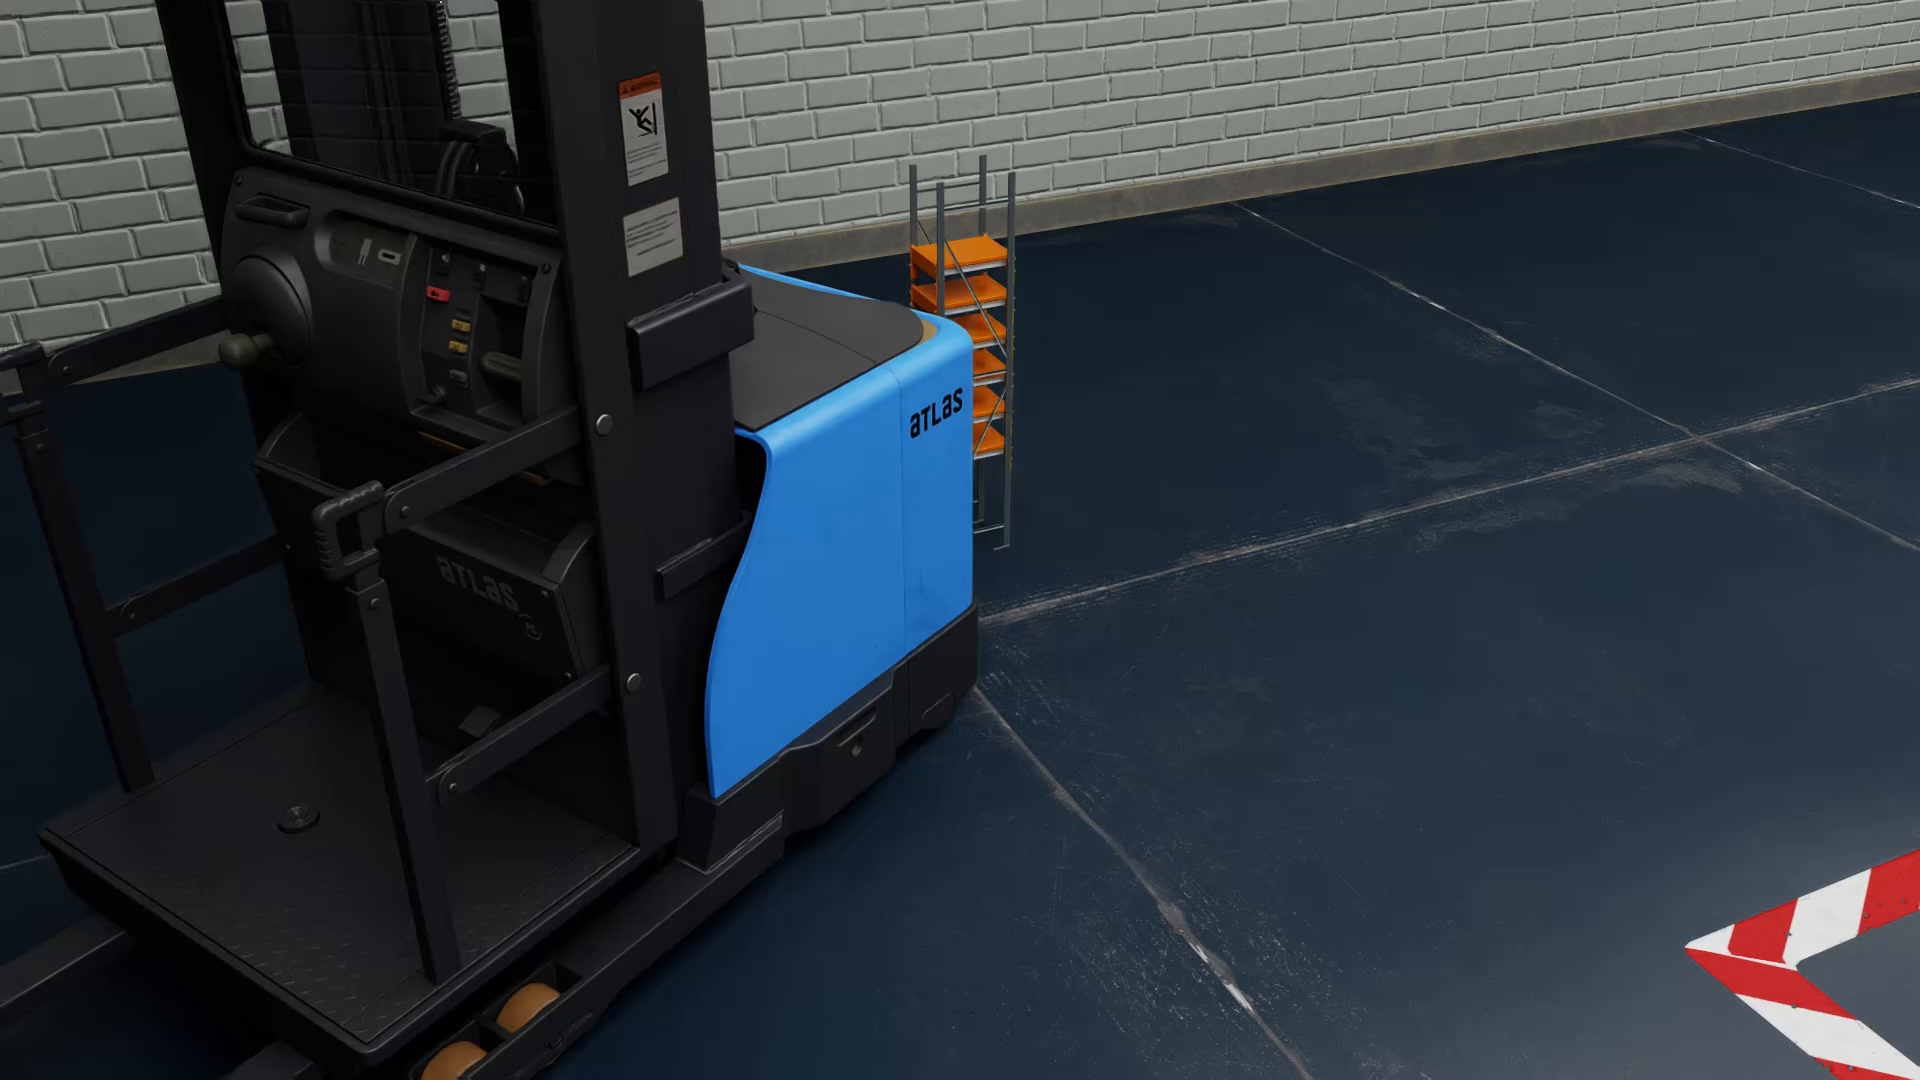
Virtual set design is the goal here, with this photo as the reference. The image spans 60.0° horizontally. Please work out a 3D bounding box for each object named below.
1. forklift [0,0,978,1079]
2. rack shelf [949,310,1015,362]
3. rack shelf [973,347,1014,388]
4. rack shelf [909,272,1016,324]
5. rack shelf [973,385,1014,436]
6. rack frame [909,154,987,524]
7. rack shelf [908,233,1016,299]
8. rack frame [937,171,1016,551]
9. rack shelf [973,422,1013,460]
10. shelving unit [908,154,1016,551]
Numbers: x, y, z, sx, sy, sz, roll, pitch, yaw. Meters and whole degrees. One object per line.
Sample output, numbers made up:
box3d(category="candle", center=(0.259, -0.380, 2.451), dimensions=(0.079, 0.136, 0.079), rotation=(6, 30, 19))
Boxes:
box3d(category="forklift", center=(-1.210, -0.406, 2.977), dimensions=(1.130, 2.935, 3.031), rotation=(19, 34, 30))
box3d(category="rack shelf", center=(0.006, -0.583, 4.908), dimensions=(0.258, 0.103, 0.180), rotation=(-13, 32, -22))
box3d(category="rack shelf", center=(0.006, -0.478, 4.967), dimensions=(0.258, 0.103, 0.180), rotation=(-13, 32, -22))
box3d(category="rack shelf", center=(0.006, -0.688, 4.849), dimensions=(0.258, 0.103, 0.180), rotation=(-13, 32, -22))
box3d(category="rack shelf", center=(0.006, -0.374, 5.026), dimensions=(0.258, 0.103, 0.180), rotation=(-13, 32, -22))
box3d(category="rack frame", center=(-0.033, -0.557, 5.017), dimensions=(0.240, 1.200, 0.006), rotation=(-13, 32, -22))
box3d(category="rack shelf", center=(0.006, -0.792, 4.791), dimensions=(0.258, 0.103, 0.180), rotation=(-13, 32, -22))
box3d(category="rack frame", center=(0.046, -0.477, 4.873), dimensions=(0.240, 1.200, 0.006), rotation=(-13, 32, -22))
box3d(category="rack shelf", center=(0.006, -0.269, 5.084), dimensions=(0.258, 0.103, 0.180), rotation=(-13, 32, -22))
box3d(category="shelving unit", center=(0.006, -0.517, 4.945), dimensions=(0.258, 1.200, 0.189), rotation=(-13, 32, -22))
